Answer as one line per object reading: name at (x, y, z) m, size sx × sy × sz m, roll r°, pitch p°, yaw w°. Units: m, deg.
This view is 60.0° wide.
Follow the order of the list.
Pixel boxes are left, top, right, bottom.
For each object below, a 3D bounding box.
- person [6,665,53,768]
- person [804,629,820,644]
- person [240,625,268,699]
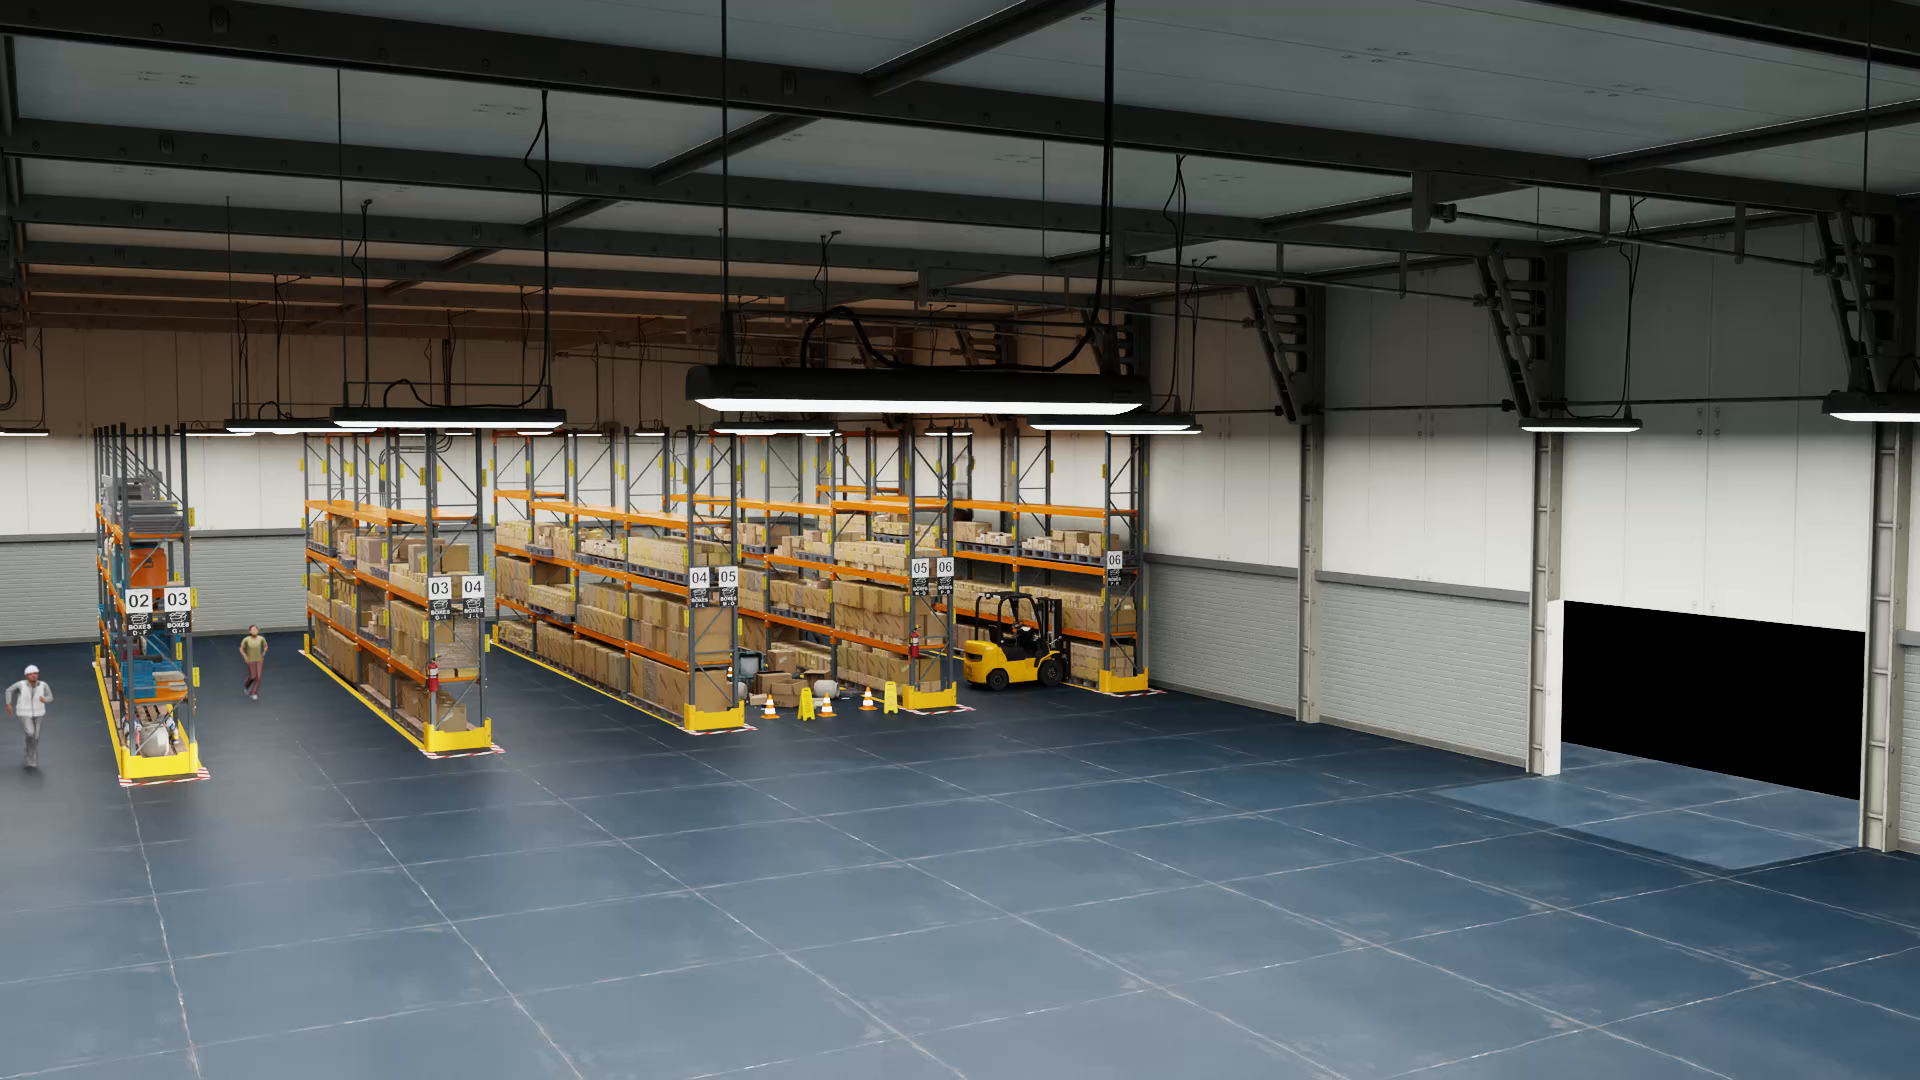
person at (-16.270, 3.080, 29.111) m, size 0.681 × 1.794 × 0.831 m, roll -3°, pitch 5°, yaw -42°
person at (-4.149, 2.098, 45.963) m, size 0.661 × 1.726 × 1.058 m, roll -3°, pitch 4°, yaw -37°
person at (-15.546, 2.690, 36.688) m, size 0.570 × 1.637 × 0.514 m, roll -2°, pitch 4°, yaw -34°
